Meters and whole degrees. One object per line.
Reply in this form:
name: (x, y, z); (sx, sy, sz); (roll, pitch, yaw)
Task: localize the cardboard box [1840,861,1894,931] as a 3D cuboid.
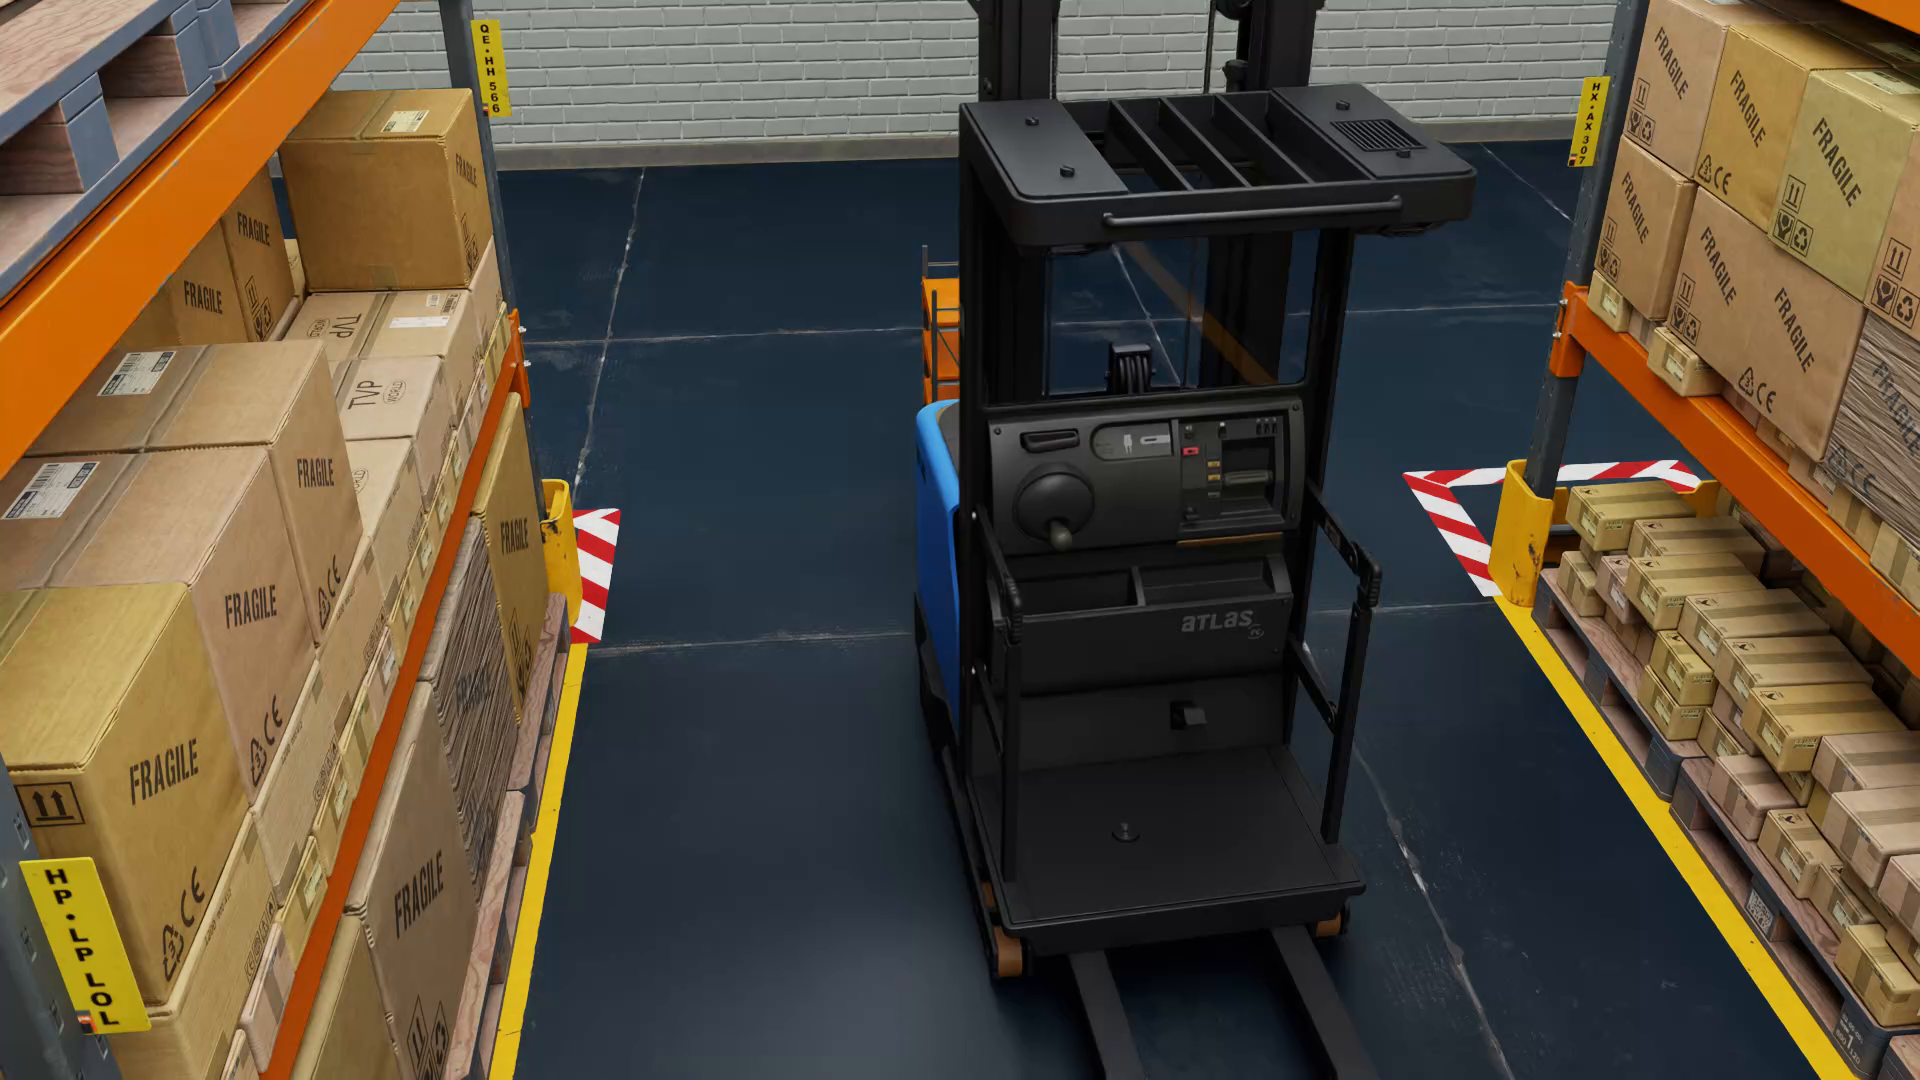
cardboard box: (2.789, 0.975, 4.772); (0.380, 0.149, 0.250); (-4, 31, -7)

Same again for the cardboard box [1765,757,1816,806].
cardboard box: (2.791, 0.699, 5.236); (0.380, 0.149, 0.250); (-1, 31, -2)

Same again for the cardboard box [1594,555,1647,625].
cardboard box: (2.578, 0.174, 6.114); (0.380, 0.149, 0.250); (-3, 31, -5)

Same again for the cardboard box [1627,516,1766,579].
cardboard box: (2.672, 0.043, 6.043); (0.380, 0.149, 0.250); (-2, 31, -4)

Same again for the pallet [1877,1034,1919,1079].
pallet: (3.091, 1.734, 4.141); (1.003, 0.211, 1.213); (-3, 31, -5)

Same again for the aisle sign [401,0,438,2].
aisle sign: (-1.840, -2.145, 5.381); (0.394, 0.787, 0.004); (-3, 31, -5)

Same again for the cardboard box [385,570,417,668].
cardboard box: (-1.602, 0.209, 4.219); (0.380, 0.149, 0.250); (-4, 31, -6)

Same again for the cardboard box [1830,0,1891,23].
cardboard box: (3.106, -1.542, 5.544); (0.500, 0.500, 0.500); (-3, 31, -6)

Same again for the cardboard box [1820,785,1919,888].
cardboard box: (2.702, 0.835, 4.717); (0.380, 0.149, 0.250); (-4, 31, -6)

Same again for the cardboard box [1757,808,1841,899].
cardboard box: (2.703, 0.952, 5.102); (0.380, 0.149, 0.250); (-3, 31, -5)

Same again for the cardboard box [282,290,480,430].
cardboard box: (-1.776, -0.547, 5.098); (0.500, 0.250, 0.500); (-3, 31, -5)

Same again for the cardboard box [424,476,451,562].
cardboard box: (-1.650, -0.050, 4.654); (0.380, 0.149, 0.250); (-3, 31, -4)

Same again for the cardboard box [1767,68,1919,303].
cardboard box: (2.673, -0.998, 4.633); (0.500, 0.500, 0.500); (-3, 31, -6)

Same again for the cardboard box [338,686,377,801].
cardboard box: (-1.555, 0.472, 3.780); (0.380, 0.149, 0.250); (-3, 31, -5)

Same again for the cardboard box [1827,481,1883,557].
cardboard box: (2.716, -0.081, 4.705); (0.380, 0.149, 0.250); (-2, 31, -3)

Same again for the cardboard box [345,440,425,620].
cardboard box: (-1.676, -0.022, 4.218); (0.500, 0.250, 0.500); (-3, 31, -4)

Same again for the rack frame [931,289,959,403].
rack frame: (0.007, -0.475, 6.875); (0.240, 1.200, 0.015); (-3, 31, -5)

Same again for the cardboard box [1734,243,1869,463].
cardboard box: (2.691, -0.569, 4.890); (0.500, 0.500, 0.500); (-2, 31, -4)

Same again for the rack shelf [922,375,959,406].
rack shelf: (-0.015, -0.542, 7.118); (0.258, 0.148, 0.480); (-3, 31, -5)

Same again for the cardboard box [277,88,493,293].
cardboard box: (-1.825, -1.127, 5.337); (0.500, 0.500, 0.500); (-2, 31, -4)

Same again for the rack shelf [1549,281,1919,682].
rack shelf: (3.002, 0.166, 4.748); (1.077, 0.370, 4.000); (-3, 31, -5)

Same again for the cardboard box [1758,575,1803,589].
cardboard box: (3.120, 0.144, 6.165); (0.380, 0.149, 0.250); (-3, 31, -6)

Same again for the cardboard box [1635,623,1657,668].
cardboard box: (2.682, 0.419, 5.994); (0.380, 0.149, 0.250); (-2, 31, -4)

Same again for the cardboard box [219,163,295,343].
cardboard box: (-2.310, -0.850, 4.873); (0.500, 0.500, 0.500); (-3, 31, -6)

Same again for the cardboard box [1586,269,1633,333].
cardboard box: (2.519, -0.875, 6.035); (0.380, 0.149, 0.250); (-3, 31, -5)

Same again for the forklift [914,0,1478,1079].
forklift: (0.583, -0.136, 4.620); (1.130, 2.935, 3.031); (-5, 31, -8)

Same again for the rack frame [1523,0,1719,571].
rack frame: (2.815, -1.164, 6.273); (1.000, 3.000, 0.127); (-3, 31, -5)

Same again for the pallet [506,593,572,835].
pallet: (-1.980, 0.624, 6.000); (1.003, 0.211, 1.213); (-3, 31, -5)

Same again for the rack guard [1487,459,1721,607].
rack guard: (2.822, -0.052, 6.850); (1.175, 0.500, 0.348); (-3, 31, -5)

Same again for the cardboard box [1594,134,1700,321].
cardboard box: (2.582, -1.092, 5.766); (0.500, 0.500, 0.500); (-1, 31, -2)

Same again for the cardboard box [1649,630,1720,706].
cardboard box: (2.605, 0.431, 5.683); (0.380, 0.149, 0.250); (-2, 31, -3)

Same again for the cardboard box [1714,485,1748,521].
cardboard box: (3.117, -0.118, 6.312); (0.380, 0.149, 0.250); (-2, 31, -4)

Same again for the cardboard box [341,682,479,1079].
cardboard box: (-1.825, 0.996, 4.320); (0.875, 0.875, 0.875); (-3, 31, -5)

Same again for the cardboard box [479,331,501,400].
cardboard box: (-1.745, -0.571, 5.526); (0.380, 0.149, 0.250); (-2, 31, -4)

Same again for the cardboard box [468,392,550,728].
cardboard box: (-1.993, 0.077, 5.859); (0.875, 0.875, 0.875); (-3, 31, -5)

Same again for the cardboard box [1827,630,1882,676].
cardboard box: (3.122, 0.415, 5.710); (0.380, 0.149, 0.250); (-3, 31, -5)

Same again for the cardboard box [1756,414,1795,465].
cardboard box: (2.718, -0.342, 5.142); (0.380, 0.149, 0.250); (-3, 31, -5)

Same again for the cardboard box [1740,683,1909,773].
cardboard box: (2.669, 0.579, 5.146); (0.380, 0.149, 0.250); (-2, 31, -4)

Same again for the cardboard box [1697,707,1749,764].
cardboard box: (2.715, 0.680, 5.557); (0.380, 0.149, 0.250); (-3, 31, -4)

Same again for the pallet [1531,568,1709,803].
pallet: (2.863, 0.488, 6.226); (1.003, 0.211, 1.213); (-3, 31, -5)

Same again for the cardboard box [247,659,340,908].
cardboard box: (-1.583, 0.494, 3.353); (0.500, 0.250, 0.500); (-3, 31, -5)

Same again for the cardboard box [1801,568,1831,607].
cardboard box: (3.234, 0.140, 5.882); (0.380, 0.149, 0.250); (-3, 31, -6)

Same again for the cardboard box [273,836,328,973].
cardboard box: (-1.505, 0.737, 3.337); (0.380, 0.149, 0.250); (-2, 31, -3)

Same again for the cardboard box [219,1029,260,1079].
cardboard box: (-1.455, 1.005, 2.887); (0.380, 0.149, 0.250); (-3, 31, -4)

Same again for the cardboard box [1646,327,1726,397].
cardboard box: (2.556, -0.607, 5.586); (0.380, 0.149, 0.250); (-4, 31, -6)

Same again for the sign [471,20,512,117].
sign: (-1.591, -1.596, 5.636); (0.100, 0.325, 0.005); (-3, 31, -5)

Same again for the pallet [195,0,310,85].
pallet: (-1.936, -1.225, 3.537); (1.003, 0.211, 1.213); (-3, 31, -5)

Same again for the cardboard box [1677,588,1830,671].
cardboard box: (2.673, 0.300, 5.612); (0.380, 0.149, 0.250); (-4, 31, -7)

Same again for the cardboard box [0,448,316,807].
cardboard box: (-1.587, 0.170, 3.164); (0.500, 0.500, 0.500); (-3, 31, -5)

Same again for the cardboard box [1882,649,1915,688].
cardboard box: (3.276, 0.409, 5.430); (0.380, 0.149, 0.250); (-2, 31, -3)

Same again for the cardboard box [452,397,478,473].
cardboard box: (-1.701, -0.315, 5.097); (0.380, 0.149, 0.250); (-2, 31, -4)

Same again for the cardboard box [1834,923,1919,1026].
cardboard box: (2.716, 1.210, 4.670); (0.380, 0.149, 0.250); (-3, 31, -5)

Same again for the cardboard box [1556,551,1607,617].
cardboard box: (2.546, 0.163, 6.423); (0.380, 0.149, 0.250); (-2, 31, -4)

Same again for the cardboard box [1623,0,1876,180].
cardboard box: (2.593, -1.522, 5.510); (0.500, 0.500, 0.500); (-3, 31, -5)

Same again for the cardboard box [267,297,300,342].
cardboard box: (-2.301, -0.518, 5.048); (0.500, 0.250, 0.500); (-3, 31, -5)

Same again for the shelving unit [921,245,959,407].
shelving unit: (-0.015, -0.600, 7.084); (0.258, 1.200, 0.503); (-3, 31, -5)
